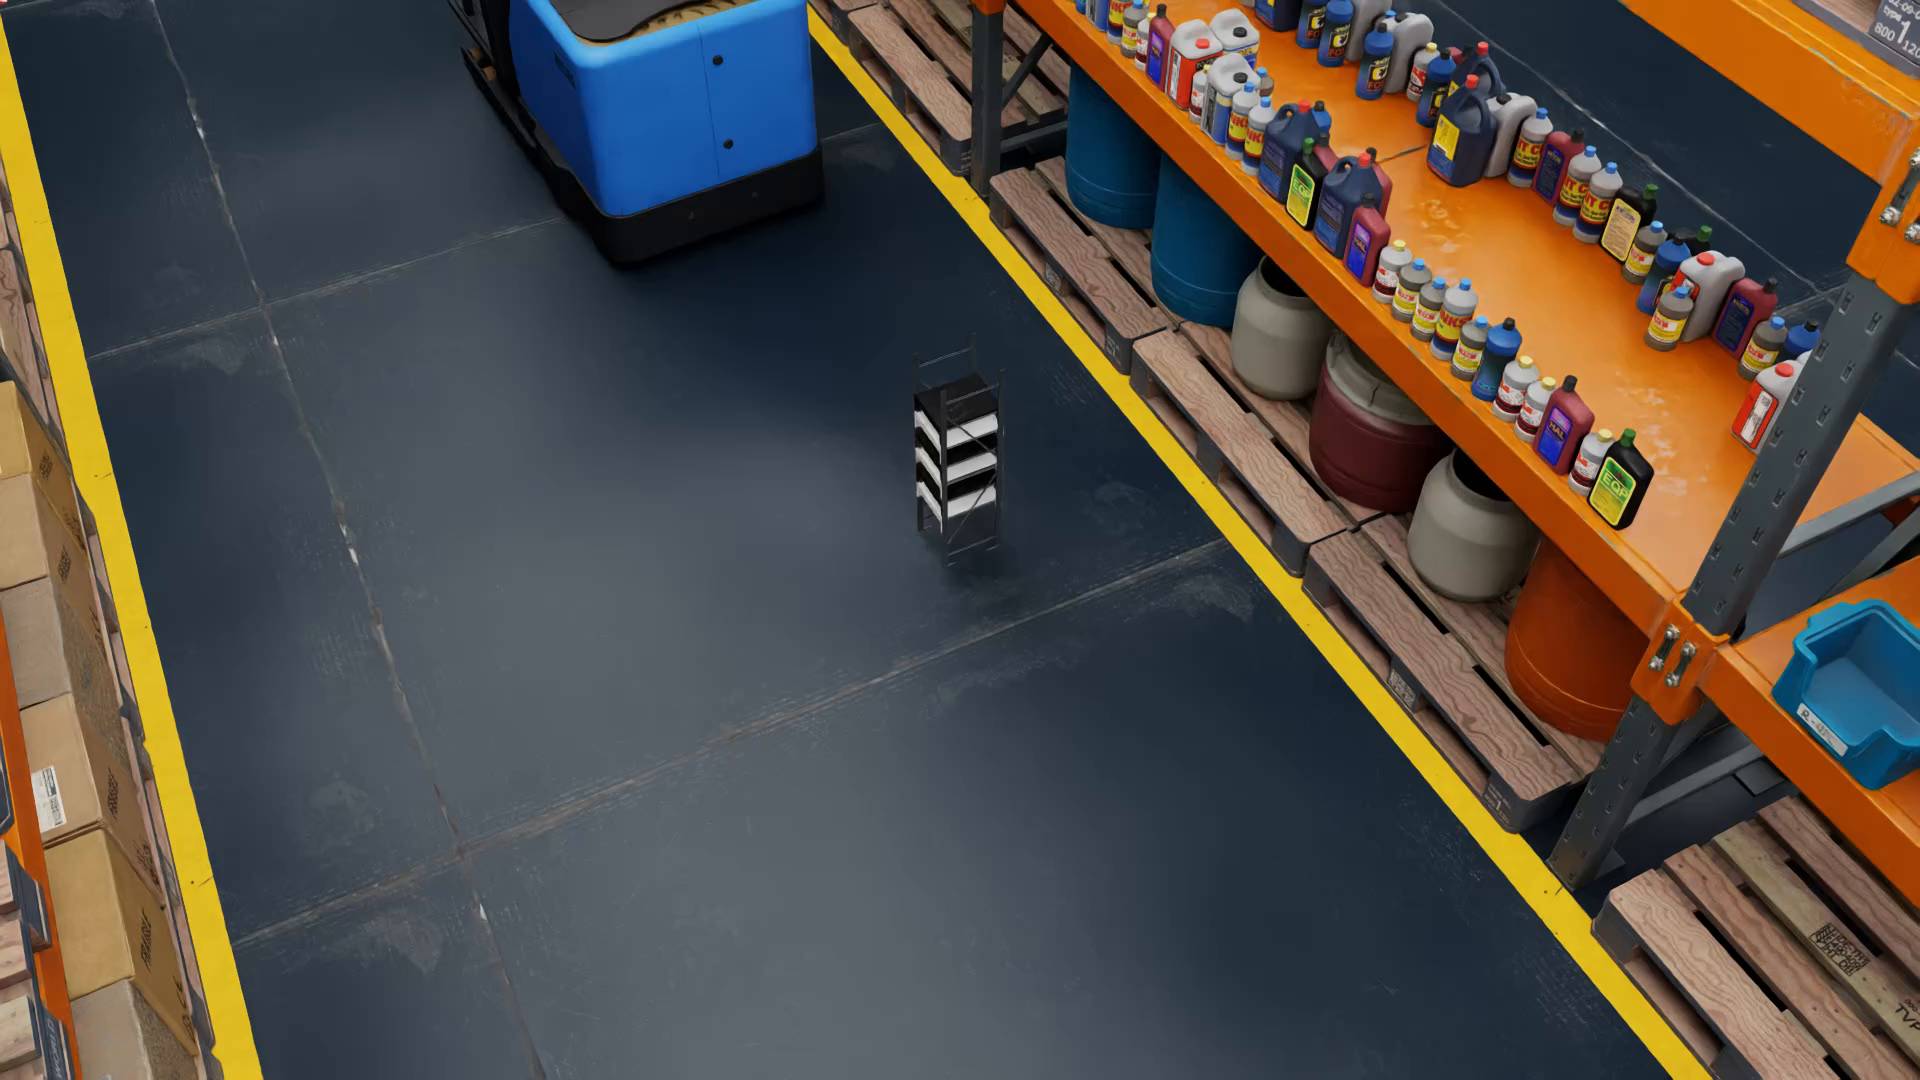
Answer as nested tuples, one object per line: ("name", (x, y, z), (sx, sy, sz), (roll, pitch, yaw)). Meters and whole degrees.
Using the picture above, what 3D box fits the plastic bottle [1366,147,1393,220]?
("plastic bottle", (1.308, -1.105, 5.301), (0.061, 0.283, 0.133), (-21, 52, -18))

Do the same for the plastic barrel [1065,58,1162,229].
("plastic barrel", (0.755, -1.836, 6.978), (0.600, 0.901, 0.708), (-21, 52, -18))

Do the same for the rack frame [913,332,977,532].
("rack frame", (-0.050, -0.370, 5.976), (0.240, 0.900, 0.006), (-21, 52, -18))

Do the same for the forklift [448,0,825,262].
("forklift", (-1.793, -3.273, 7.166), (1.130, 2.935, 3.031), (-24, 53, -19))

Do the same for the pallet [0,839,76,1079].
("pallet", (-2.427, 1.256, 3.286), (1.213, 0.211, 1.003), (-21, 52, -18))

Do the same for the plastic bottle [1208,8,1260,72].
("plastic bottle", (0.954, -1.709, 5.834), (0.152, 0.276, 0.135), (-21, 52, -18))

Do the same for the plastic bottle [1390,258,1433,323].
("plastic bottle", (1.378, -0.768, 5.061), (0.097, 0.201, 0.097), (0, 49, 0))

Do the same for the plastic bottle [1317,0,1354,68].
("plastic bottle", (1.347, -1.836, 5.948), (0.097, 0.271, 0.097), (0, 49, 0))

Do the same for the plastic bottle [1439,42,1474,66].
("plastic bottle", (1.701, -1.601, 5.735), (0.061, 0.283, 0.133), (-21, 52, -18))

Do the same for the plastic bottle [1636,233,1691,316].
("plastic bottle", (2.147, -0.815, 5.056), (0.097, 0.271, 0.097), (0, 49, 0))

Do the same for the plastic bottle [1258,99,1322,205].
("plastic bottle", (1.083, -1.287, 5.416), (0.144, 0.351, 0.185), (-21, 52, -18))

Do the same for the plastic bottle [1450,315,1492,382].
("plastic bottle", (1.512, -0.573, 4.890), (0.097, 0.201, 0.097), (0, 49, 0))

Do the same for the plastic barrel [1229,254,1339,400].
("plastic barrel", (1.258, -0.825, 6.352), (0.421, 0.512, 0.421), (0, 49, 0))

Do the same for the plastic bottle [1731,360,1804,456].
("plastic bottle", (2.306, -0.389, 4.680), (0.152, 0.276, 0.135), (-21, 52, -18))

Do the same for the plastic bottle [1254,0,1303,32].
("plastic bottle", (1.190, -2.066, 6.097), (0.144, 0.351, 0.185), (-21, 52, -18))

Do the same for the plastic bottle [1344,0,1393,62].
("plastic bottle", (1.449, -1.893, 5.995), (0.152, 0.276, 0.135), (-21, 52, -18))

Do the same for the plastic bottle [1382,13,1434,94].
("plastic bottle", (1.555, -1.738, 5.859), (0.152, 0.276, 0.135), (-21, 52, -18))

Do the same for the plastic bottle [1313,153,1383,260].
("plastic bottle", (1.229, -1.074, 5.230), (0.144, 0.351, 0.185), (-21, 52, -18))

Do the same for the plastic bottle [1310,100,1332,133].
("plastic bottle", (1.171, -1.332, 5.508), (0.097, 0.271, 0.097), (0, 49, 0))

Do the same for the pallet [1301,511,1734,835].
("pallet", (1.954, 0.324, 5.827), (1.003, 0.211, 1.213), (-21, 52, -18))

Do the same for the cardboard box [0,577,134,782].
("cardboard box", (-2.956, 0.525, 5.167), (0.500, 0.500, 0.500), (-21, 52, -17))

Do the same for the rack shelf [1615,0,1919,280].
("rack shelf", (1.437, -2.170, 4.641), (1.077, 0.370, 4.000), (-21, 52, -18))

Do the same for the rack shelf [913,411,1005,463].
("rack shelf", (-0.004, -0.398, 5.806), (0.258, 0.077, 0.200), (-21, 52, -18))

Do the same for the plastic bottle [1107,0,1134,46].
("plastic bottle", (0.591, -1.943, 6.042), (0.097, 0.271, 0.097), (0, 49, 0))

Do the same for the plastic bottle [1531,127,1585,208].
("plastic bottle", (1.953, -1.233, 5.413), (0.061, 0.283, 0.133), (-21, 52, -18))

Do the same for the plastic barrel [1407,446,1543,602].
("plastic barrel", (1.775, -0.069, 5.691), (0.421, 0.512, 0.421), (0, 49, 0))

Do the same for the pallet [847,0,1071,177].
("pallet", (0.151, -2.319, 8.138), (1.003, 0.211, 1.213), (-21, 52, -18))

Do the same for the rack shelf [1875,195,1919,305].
("rack shelf", (3.267, 0.507, 2.299), (1.077, 0.370, 4.000), (-21, 52, -18))

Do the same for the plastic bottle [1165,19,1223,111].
("plastic bottle", (0.818, -1.657, 5.789), (0.152, 0.276, 0.135), (-21, 52, -18))

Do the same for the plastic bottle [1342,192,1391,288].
("plastic bottle", (1.265, -0.931, 5.149), (0.061, 0.283, 0.133), (-21, 52, -18))

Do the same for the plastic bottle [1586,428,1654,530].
("plastic bottle", (1.788, -0.166, 4.480), (0.061, 0.283, 0.133), (-21, 52, -18))

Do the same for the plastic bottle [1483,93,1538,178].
("plastic bottle", (1.807, -1.369, 5.537), (0.152, 0.276, 0.135), (-21, 52, -18))

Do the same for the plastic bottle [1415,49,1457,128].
("plastic bottle", (1.639, -1.558, 5.705), (0.097, 0.271, 0.097), (0, 49, 0))

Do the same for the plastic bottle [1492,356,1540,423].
("plastic bottle", (1.601, -0.443, 4.776), (0.097, 0.201, 0.097), (0, 49, 0))

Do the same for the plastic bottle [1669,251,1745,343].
("plastic bottle", (2.230, -0.751, 4.996), (0.152, 0.276, 0.135), (-21, 52, -18))

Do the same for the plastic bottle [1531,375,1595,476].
("plastic bottle", (1.682, -0.321, 4.615), (0.061, 0.283, 0.133), (-21, 52, -18))

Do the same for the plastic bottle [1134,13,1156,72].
("plastic bottle", (0.680, -1.790, 5.954), (0.097, 0.201, 0.097), (0, 49, 0))

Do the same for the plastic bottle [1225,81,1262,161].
("plastic bottle", (0.953, -1.413, 5.578), (0.097, 0.271, 0.097), (0, 49, 0))

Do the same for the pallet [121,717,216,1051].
("pallet", (-2.916, 1.212, 5.049), (1.003, 0.211, 1.213), (-21, 52, -18))

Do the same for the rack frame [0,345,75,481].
("rack frame", (-3.884, -1.055, 5.180), (1.000, 3.000, 0.127), (-21, 52, -18))

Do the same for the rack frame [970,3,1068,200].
("rack frame", (0.522, -2.758, 6.670), (1.000, 3.000, 0.127), (-21, 52, -18))

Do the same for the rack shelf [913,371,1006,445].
("rack shelf", (-0.004, -0.458, 5.738), (0.258, 0.077, 0.200), (-21, 52, -18))

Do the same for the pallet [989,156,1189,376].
("pallet", (0.838, -1.309, 7.255), (1.003, 0.211, 1.213), (-21, 52, -18))

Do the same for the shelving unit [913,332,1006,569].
("shelving unit", (-0.004, -0.302, 5.916), (0.258, 0.900, 0.210), (-21, 52, -18))

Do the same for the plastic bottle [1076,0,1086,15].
("plastic bottle", (0.485, -2.098, 6.178), (0.097, 0.271, 0.097), (0, 49, 0))

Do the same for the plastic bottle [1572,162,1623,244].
("plastic bottle", (2.034, -1.080, 5.287), (0.097, 0.271, 0.097), (0, 49, 0))

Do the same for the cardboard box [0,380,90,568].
("cardboard box", (-3.404, -0.145, 5.752), (0.500, 0.500, 0.500), (-21, 52, -18))

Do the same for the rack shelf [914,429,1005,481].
("rack shelf", (-0.004, -0.339, 5.873), (0.258, 0.077, 0.200), (-21, 52, -18))

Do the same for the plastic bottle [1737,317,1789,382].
("plastic bottle", (2.368, -0.569, 4.887), (0.097, 0.201, 0.097), (0, 49, 0))

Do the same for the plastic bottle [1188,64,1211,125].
("plastic bottle", (0.847, -1.545, 5.740), (0.097, 0.201, 0.097), (0, 49, 0))

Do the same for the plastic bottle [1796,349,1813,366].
("plastic bottle", (2.441, -0.441, 4.725), (0.152, 0.276, 0.135), (-21, 52, -18))

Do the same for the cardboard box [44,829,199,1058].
("cardboard box", (-2.478, 1.212, 4.566), (0.500, 0.500, 0.500), (-22, 52, -18))

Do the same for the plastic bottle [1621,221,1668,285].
("plastic bottle", (2.140, -0.903, 5.179), (0.097, 0.201, 0.097), (0, 49, 0))

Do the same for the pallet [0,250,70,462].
("pallet", (-4.198, -0.596, 6.632), (1.003, 0.211, 1.213), (-21, 52, -18))

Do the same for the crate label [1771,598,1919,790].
("crate label", (2.212, 0.385, 4.032), (0.303, 0.233, 0.416), (-21, 52, -18))
